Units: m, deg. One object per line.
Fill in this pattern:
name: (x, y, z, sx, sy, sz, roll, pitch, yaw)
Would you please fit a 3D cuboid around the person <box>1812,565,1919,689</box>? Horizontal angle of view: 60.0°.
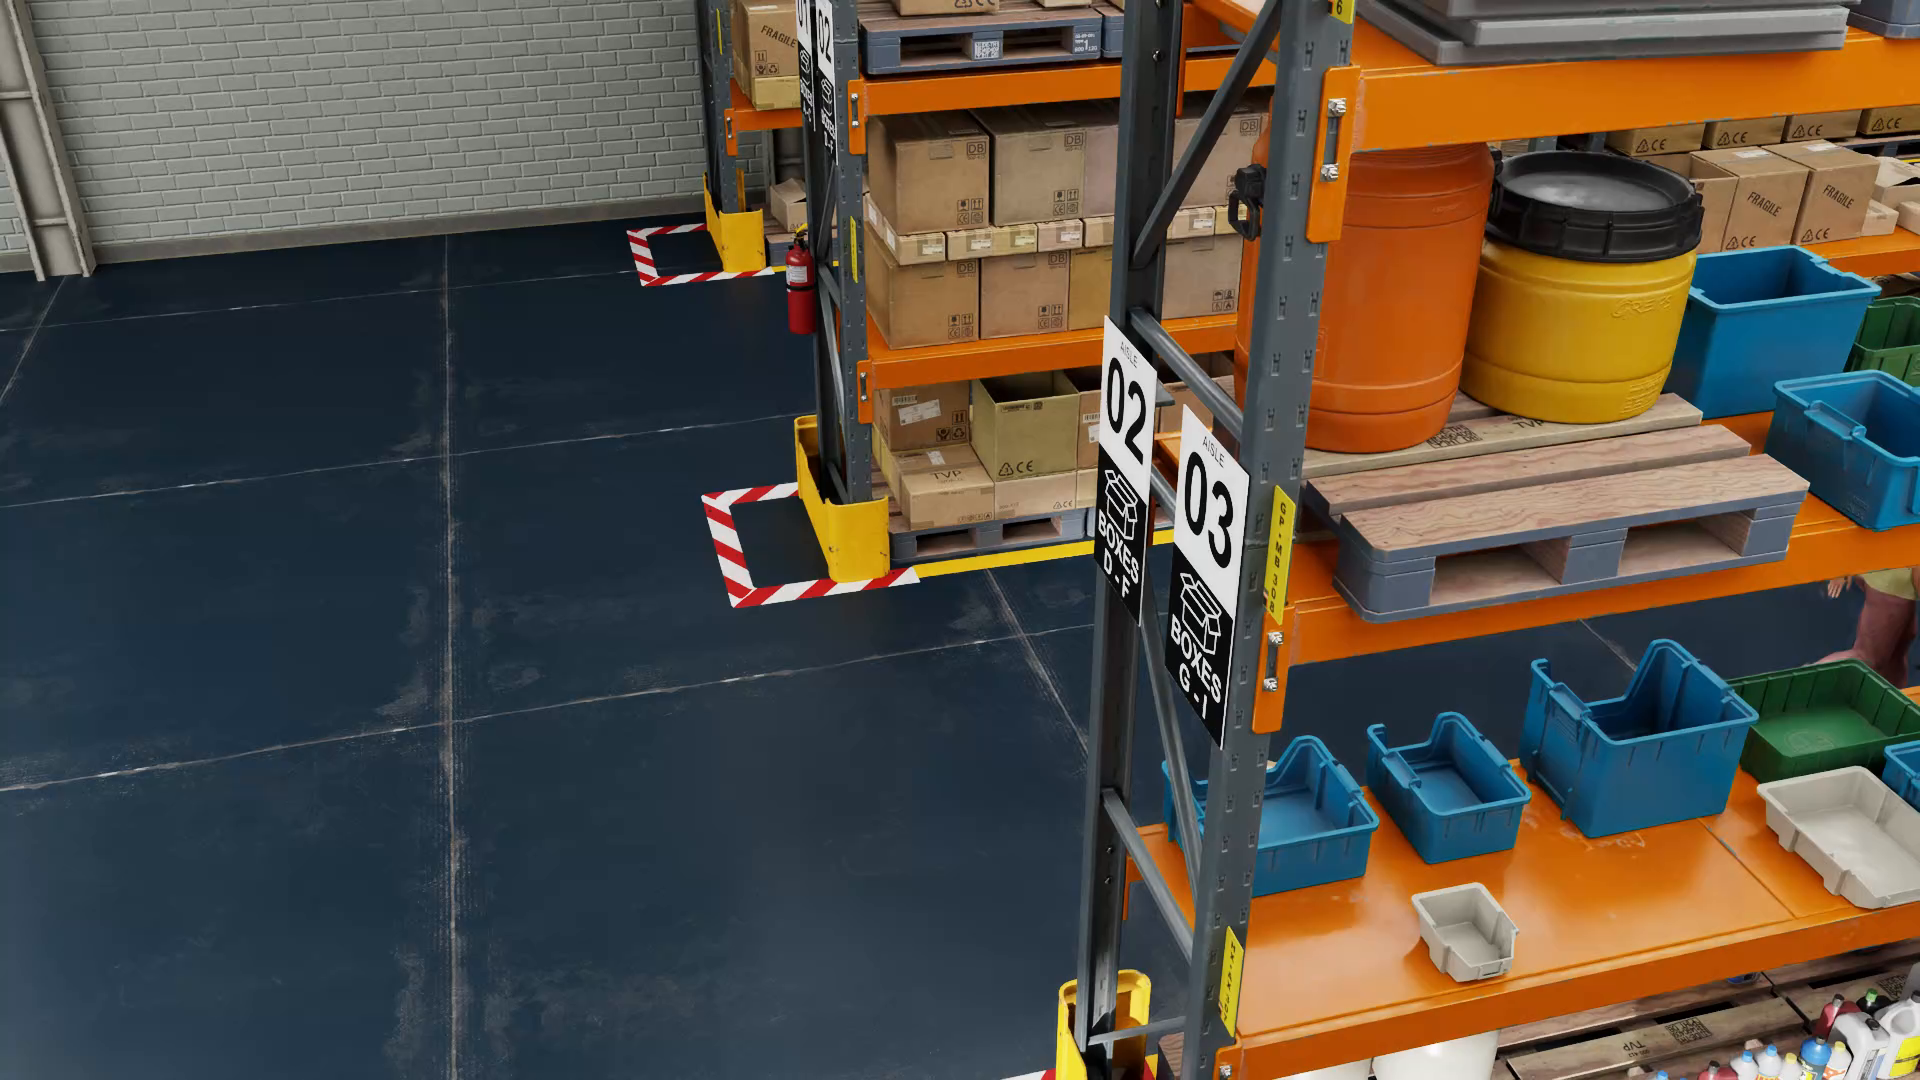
person: (4.373, 0.209, 7.883, 0.939, 1.619, 0.439, -1, 30, -2)
